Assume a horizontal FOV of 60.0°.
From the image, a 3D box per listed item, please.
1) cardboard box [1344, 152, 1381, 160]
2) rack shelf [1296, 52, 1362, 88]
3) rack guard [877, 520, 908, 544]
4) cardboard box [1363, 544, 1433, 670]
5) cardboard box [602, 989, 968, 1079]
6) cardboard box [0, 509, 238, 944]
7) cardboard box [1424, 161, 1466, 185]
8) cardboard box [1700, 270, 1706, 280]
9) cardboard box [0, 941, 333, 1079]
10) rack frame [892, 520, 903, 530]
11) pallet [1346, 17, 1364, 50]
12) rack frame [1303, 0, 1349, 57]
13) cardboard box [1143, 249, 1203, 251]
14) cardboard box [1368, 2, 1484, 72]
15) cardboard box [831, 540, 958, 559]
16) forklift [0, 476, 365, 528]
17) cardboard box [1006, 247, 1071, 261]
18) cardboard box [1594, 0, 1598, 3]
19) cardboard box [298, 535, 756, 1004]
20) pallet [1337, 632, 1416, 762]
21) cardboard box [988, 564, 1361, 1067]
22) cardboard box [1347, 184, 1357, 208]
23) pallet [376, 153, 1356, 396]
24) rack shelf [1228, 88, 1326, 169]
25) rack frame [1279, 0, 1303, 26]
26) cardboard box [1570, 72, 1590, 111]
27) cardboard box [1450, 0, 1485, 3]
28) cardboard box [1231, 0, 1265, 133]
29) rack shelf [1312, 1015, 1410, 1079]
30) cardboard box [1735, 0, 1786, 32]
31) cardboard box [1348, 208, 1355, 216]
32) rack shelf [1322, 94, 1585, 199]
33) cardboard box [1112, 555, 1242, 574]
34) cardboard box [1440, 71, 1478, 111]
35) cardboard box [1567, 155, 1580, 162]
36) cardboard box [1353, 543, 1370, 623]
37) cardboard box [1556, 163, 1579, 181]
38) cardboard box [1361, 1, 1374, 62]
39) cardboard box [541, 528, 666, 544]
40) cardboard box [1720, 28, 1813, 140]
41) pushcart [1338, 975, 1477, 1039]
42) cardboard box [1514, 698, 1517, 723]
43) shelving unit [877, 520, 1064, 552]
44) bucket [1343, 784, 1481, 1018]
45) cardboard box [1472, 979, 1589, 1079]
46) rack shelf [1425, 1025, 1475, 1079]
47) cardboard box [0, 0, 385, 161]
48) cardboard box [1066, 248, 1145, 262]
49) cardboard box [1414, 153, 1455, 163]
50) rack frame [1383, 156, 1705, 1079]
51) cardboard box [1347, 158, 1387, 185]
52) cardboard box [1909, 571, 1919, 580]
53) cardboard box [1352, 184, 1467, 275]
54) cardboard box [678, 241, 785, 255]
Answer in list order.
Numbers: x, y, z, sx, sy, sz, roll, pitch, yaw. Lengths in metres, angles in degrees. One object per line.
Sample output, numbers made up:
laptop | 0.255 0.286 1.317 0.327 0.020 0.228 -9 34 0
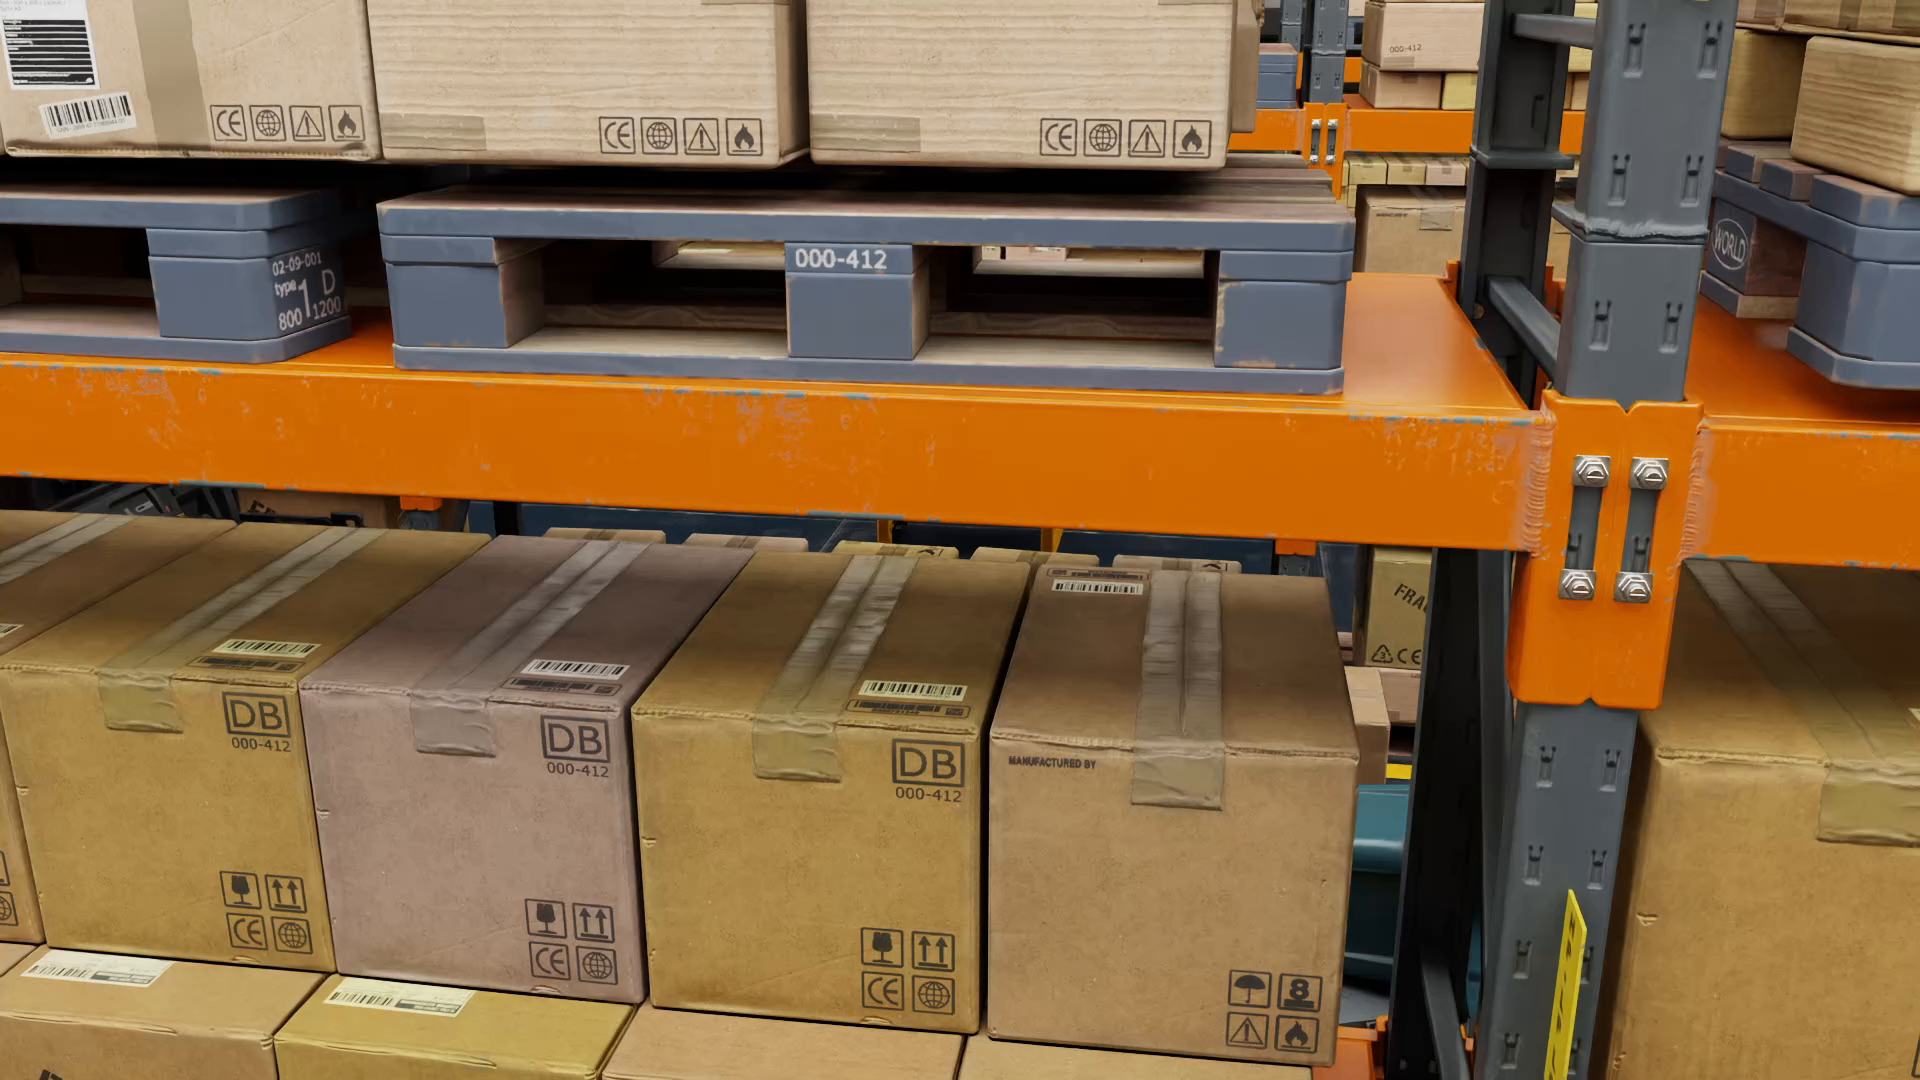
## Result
cardboard box | 2.901 -2.717 12.048 0.250 0.149 0.380 2 19 7
rack shelf | 4.272 -3.149 11.393 4.000 0.370 1.077 3 19 9
rack guard | -0.416 -0.140 10.327 0.087 0.250 0.587 3 19 9
cardboard box | 2.053 0.251 7.317 0.500 0.500 0.500 4 19 11
cardboard box | -0.229 0.928 2.646 0.500 0.500 0.500 3 19 8
cardboard box | -1.673 0.296 2.958 0.500 0.500 0.700 3 19 8
cardboard box | 3.328 -2.515 11.444 0.250 0.149 0.380 3 19 10
cardboard box | 2.906 -1.119 6.718 0.500 0.500 0.700 3 19 7
cardboard box | -1.229 0.877 2.796 0.500 0.500 0.500 3 19 8
rack frame | -0.418 -0.733 10.129 0.032 1.500 0.500 3 19 9
pallet | 3.143 -3.514 11.490 1.213 0.211 1.003 3 19 9
rack frame | 1.513 -3.458 6.455 0.127 3.000 1.000 3 19 9
cardboard box | 1.096 -1.114 7.617 0.500 0.500 0.500 3 19 10
cardboard box | 1.904 -1.997 6.586 0.500 0.250 0.500 3 19 7
cardboard box | -0.402 0.339 8.042 0.625 0.372 0.950 4 19 10
forklift | -2.675 -0.061 5.867 3.031 2.935 1.130 3 19 9
cardboard box | 0.339 -1.291 7.124 0.250 0.149 0.380 2 19 7
cardboard box | 2.548 -2.135 6.367 0.250 0.149 0.380 3 19 8
cardboard box | -0.670 0.347 2.804 0.500 0.500 0.700 3 19 9
pallet | 2.182 0.732 7.782 1.213 0.211 1.003 3 19 9
cardboard box | 0.337 0.398 2.652 0.500 0.500 0.700 3 19 8
cardboard box | 2.826 -2.412 11.605 0.250 0.149 0.380 3 19 10
pallet | -0.085 -0.419 2.404 1.217 0.209 0.805 2 19 6
rack shelf | -0.461 -1.795 7.346 4.000 0.370 1.077 3 19 9
rack frame | 2.297 -5.013 11.104 0.127 3.000 1.000 3 19 9
cardboard box | 2.535 -1.790 6.594 0.250 0.149 0.380 3 19 10
cardboard box | 2.034 -2.172 6.480 0.250 0.149 0.380 3 19 10
cardboard box | 0.271 -0.771 2.545 0.396 0.266 0.258 3 19 8
rack shelf | -1.147 1.184 3.172 4.000 0.370 1.077 3 19 9
cardboard box | 1.355 -0.852 2.342 0.500 0.250 0.500 3 19 8
cardboard box | 2.694 -2.111 11.728 0.500 0.500 0.500 2 19 7
rack shelf | 3.488 -1.594 6.745 4.000 0.370 1.077 3 19 9
cardboard box | 0.995 0.409 7.834 0.625 0.372 0.950 3 19 9
cardboard box | 2.031 -1.792 6.601 0.250 0.149 0.380 3 19 9
cardboard box | 4.426 -2.633 11.798 0.250 0.149 0.380 3 19 9
cardboard box | 2.140 0.082 7.820 0.500 0.500 0.500 3 19 8
cardboard box | 4.098 -2.508 11.423 0.250 0.149 0.380 3 19 9
cardboard box | 1.994 -2.167 7.094 0.500 0.250 0.500 3 19 8
cardboard box | -1.880 0.264 8.265 0.625 0.372 0.950 2 19 5
cardboard box | 1.238 -0.689 2.483 0.250 0.149 0.380 3 19 8
pushcart | 1.201 1.347 5.681 0.936 0.377 1.648 -3 19 -10
cardboard box | 2.582 0.630 7.366 0.500 0.250 0.500 4 19 12
shelving unit | 0.075 -0.707 10.054 1.083 1.500 0.587 3 19 9
bucket | 1.328 1.059 5.174 0.620 0.611 0.726 -1 16 31
cardboard box | 1.194 0.887 2.689 0.550 0.550 0.875 3 19 9
rack shelf | 2.803 1.385 2.571 4.000 0.370 1.077 3 19 9
cardboard box | -0.938 -0.703 2.271 0.500 0.311 0.500 2 19 7
cardboard box | 0.531 -0.976 7.206 0.500 0.500 0.500 3 19 9
cardboard box | 3.422 -2.715 12.042 0.250 0.149 0.380 3 19 8
rack frame | 0.828 0.943 2.757 0.127 3.000 1.000 3 19 9
cardboard box | 2.840 -2.576 11.626 0.250 0.149 0.380 3 19 9
cardboard box | 1.748 0.380 2.501 0.550 0.550 0.875 3 19 9
cardboard box | 1.913 -1.185 6.916 0.500 0.500 0.700 3 19 8
cardboard box | -0.987 -1.058 7.450 0.500 0.500 0.500 3 19 10
